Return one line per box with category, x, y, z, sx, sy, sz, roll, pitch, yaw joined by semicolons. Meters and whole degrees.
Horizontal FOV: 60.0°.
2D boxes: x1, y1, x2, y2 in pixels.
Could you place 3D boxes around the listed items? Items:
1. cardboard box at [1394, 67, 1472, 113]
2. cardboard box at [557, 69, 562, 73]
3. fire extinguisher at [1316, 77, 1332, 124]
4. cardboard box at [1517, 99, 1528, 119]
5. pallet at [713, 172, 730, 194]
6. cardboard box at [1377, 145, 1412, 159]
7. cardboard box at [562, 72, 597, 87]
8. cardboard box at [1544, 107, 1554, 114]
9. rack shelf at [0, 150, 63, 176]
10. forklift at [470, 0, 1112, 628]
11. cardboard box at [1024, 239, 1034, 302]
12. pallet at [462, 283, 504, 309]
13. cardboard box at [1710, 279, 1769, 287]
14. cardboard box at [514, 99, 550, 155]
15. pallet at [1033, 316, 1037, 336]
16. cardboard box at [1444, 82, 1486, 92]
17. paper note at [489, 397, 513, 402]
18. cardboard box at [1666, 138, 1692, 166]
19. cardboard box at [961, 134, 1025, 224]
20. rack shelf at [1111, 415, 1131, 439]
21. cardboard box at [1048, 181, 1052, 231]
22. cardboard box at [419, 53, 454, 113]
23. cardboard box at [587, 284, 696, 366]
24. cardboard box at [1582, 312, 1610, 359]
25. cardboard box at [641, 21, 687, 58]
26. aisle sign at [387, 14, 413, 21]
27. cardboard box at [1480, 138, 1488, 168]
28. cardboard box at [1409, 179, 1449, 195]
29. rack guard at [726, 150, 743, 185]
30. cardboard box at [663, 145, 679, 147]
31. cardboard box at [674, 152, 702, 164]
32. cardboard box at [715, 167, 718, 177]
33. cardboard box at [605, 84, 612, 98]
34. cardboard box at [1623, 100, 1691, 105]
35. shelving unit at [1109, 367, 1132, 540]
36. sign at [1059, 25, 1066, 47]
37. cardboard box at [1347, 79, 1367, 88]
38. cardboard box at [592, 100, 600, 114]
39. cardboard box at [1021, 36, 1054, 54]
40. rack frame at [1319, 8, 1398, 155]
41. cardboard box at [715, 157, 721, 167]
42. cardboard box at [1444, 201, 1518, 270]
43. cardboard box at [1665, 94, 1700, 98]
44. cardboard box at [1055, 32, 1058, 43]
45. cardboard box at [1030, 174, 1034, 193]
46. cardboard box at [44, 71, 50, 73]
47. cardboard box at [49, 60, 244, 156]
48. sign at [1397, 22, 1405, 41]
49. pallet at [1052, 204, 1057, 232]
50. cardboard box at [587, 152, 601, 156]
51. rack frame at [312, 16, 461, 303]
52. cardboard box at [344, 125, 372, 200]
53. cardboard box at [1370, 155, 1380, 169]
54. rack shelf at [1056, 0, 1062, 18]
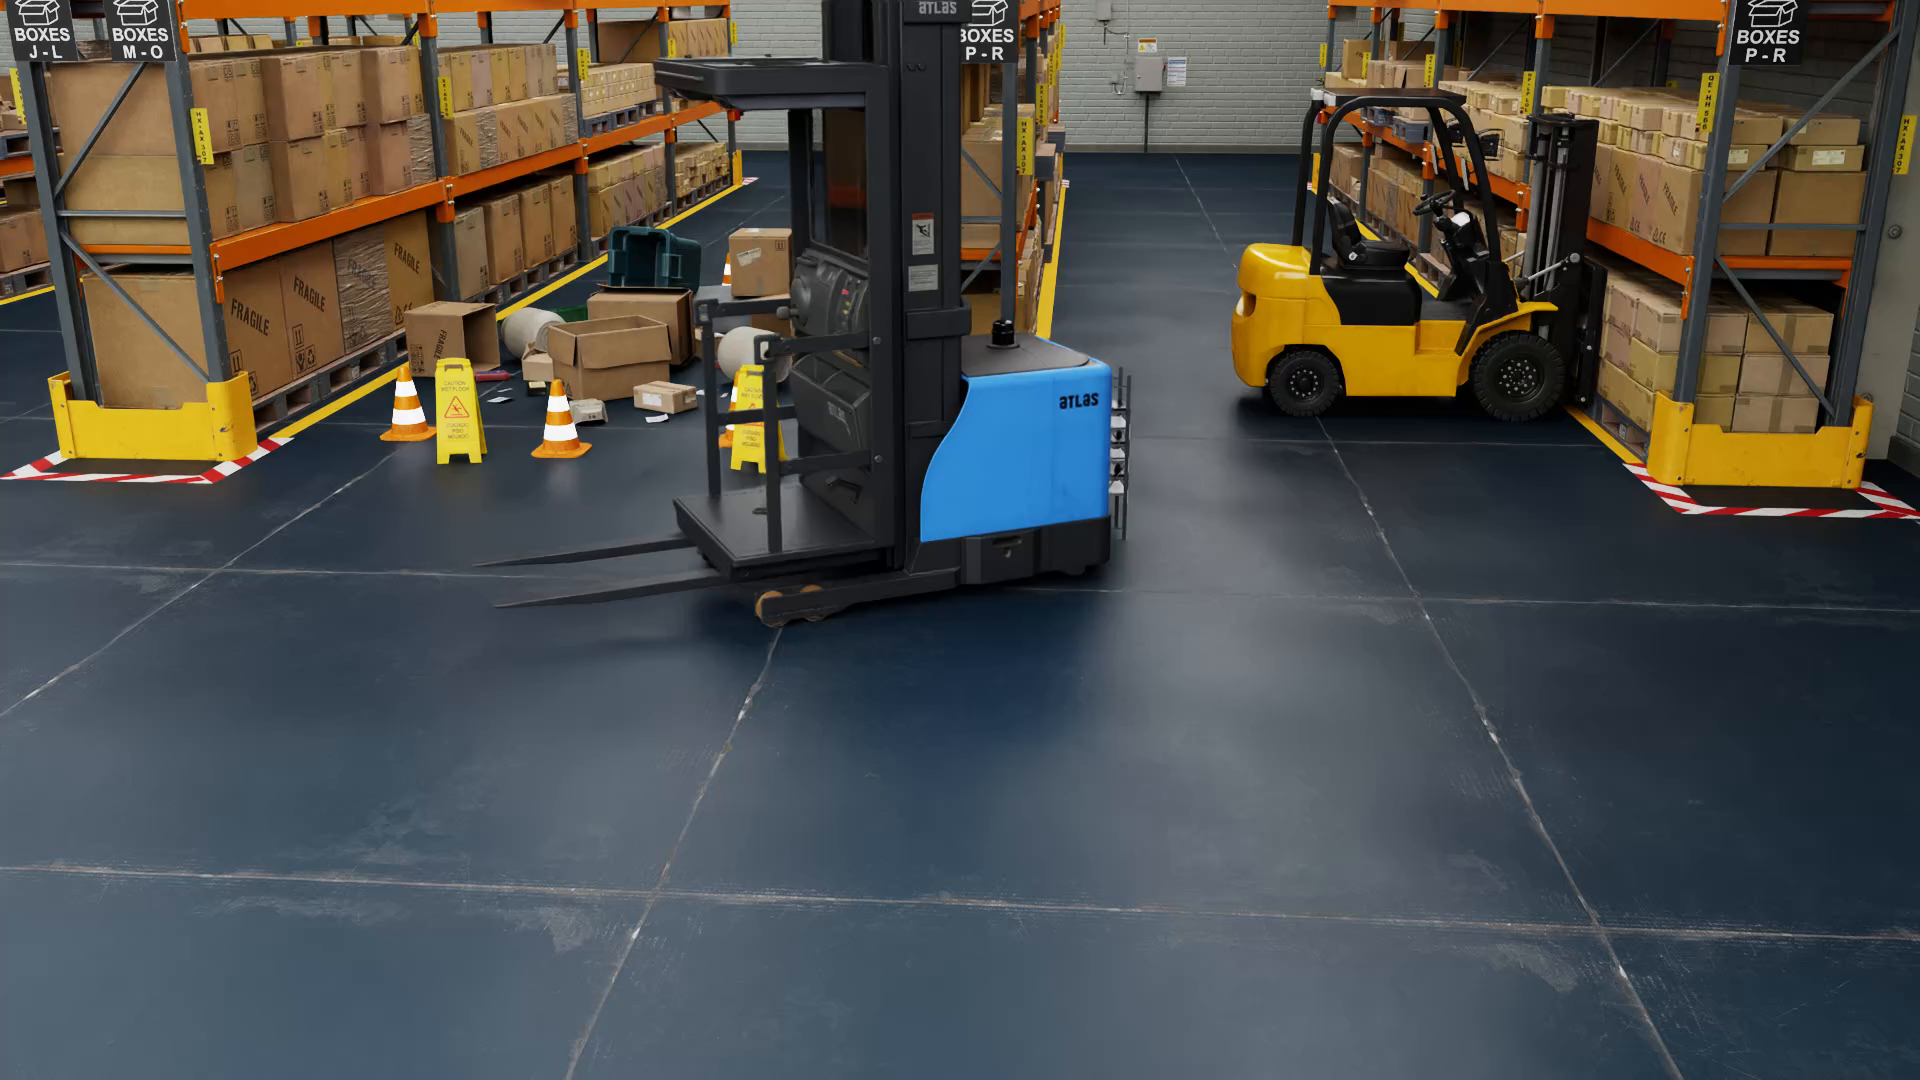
cardboard box;5.293;-5.048;18.670;0.797;0.503;0.637;1;18;3
cardboard box;-4.862;-5.404;19.370;0.380;0.149;0.250;2;18;7
fire extinguisher;5.484;-6.615;25.015;0.296;0.674;0.183;1;18;4
cardboard box;4.877;-3.593;13.869;0.380;0.149;0.250;1;18;3
pallet;-4.061;-5.361;24.945;1.003;0.211;1.213;1;18;4
cardboard box;5.385;-4.804;20.588;0.380;0.149;0.250;0;18;1
cardboard box;-4.270;-5.138;18.561;0.380;0.149;0.250;1;18;4
cardboard box;4.789;-3.308;13.000;0.380;0.149;0.250;1;18;3
rack shelf;-9.618;-3.656;16.418;1.077;0.370;4.000;1;18;4
forklift;-0.805;-1.174;7.799;3.031;2.935;1.130;-8;20;-23
cardboard box;0.313;-2.057;12.920;0.500;0.500;0.500;2;18;5
pallet;-4.842;-2.151;15.147;1.003;0.211;1.213;1;18;4
cardboard box;5.089;-1.627;11.206;0.500;0.250;0.500;1;18;4
cardboard box;-4.373;-4.068;16.360;0.500;0.500;0.500;1;18;3
pallet;0.110;-1.621;13.530;1.003;0.211;1.213;1;18;4
cardboard box;5.026;-4.468;16.540;0.380;0.149;0.250;2;18;5
paper note;-3.306;-1.016;11.979;0.144;0.017;0.142;8;20;23
cardboard box;4.521;-2.353;10.084;0.380;0.149;0.250;2;18;5
cardboard box;0.147;-2.243;10.312;0.500;0.500;0.500;1;18;3
rack shelf;0.759;-0.597;8.830;0.258;0.077;0.200;-2;18;-7
cardboard box;0.610;-4.077;19.286;0.875;0.875;0.875;2;18;5
cardboard box;-4.792;-3.911;14.276;0.700;0.500;0.500;1;18;3
cardboard box;-2.505;-1.684;13.035;0.797;0.637;0.503;1;18;4
cardboard box;4.573;-1.408;11.342;0.500;0.250;0.500;1;18;3
cardboard box;-3.951;-6.679;22.245;0.500;0.500;0.500;1;18;2
aisle sign;-8.597;-8.354;25.427;0.394;0.787;0.004;1;18;4
cardboard box;4.946;-3.446;14.865;0.500;0.250;0.500;1;18;4
cardboard box;5.132;-3.852;18.161;0.380;0.149;0.250;0;18;1
rack guard;-3.967;-5.750;25.668;1.175;0.500;0.348;1;18;4
cardboard box;-4.384;-5.770;24.663;0.380;0.149;0.250;1;18;4
cardboard box;-3.879;-5.434;23.637;0.380;0.149;0.250;1;18;4
cardboard box;-3.814;-5.476;24.721;0.380;0.149;0.250;1;18;4
cardboard box;-4.230;-5.167;19.125;0.380;0.149;0.250;1;18;4
cardboard box;4.707;-2.893;11.254;0.380;0.149;0.250;2;18;5
shelving unit;0.759;-0.458;8.876;0.258;0.900;0.210;-2;18;-7
sign;1.523;-7.529;24.842;0.100;0.325;0.005;1;18;4
cardboard box;5.511;-6.074;22.407;0.500;0.250;0.500;1;18;4
cardboard box;-4.263;-4.858;18.662;0.380;0.149;0.250;2;18;7
cardboard box;0.885;-5.857;20.215;0.500;0.500;0.500;2;18;5
rack frame;5.934;-6.773;24.774;1.000;3.000;0.127;1;18;4
cardboard box;-3.750;-5.616;24.670;0.380;0.149;0.250;1;18;2
cardboard box;5.263;-2.962;16.286;0.875;0.625;0.625;2;18;6
cardboard box;5.293;-3.118;11.941;0.380;0.149;0.250;1;18;3
cardboard box;1.062;-6.621;22.544;0.500;0.500;0.500;2;18;5
cardboard box;0.393;-2.852;13.212;0.380;0.149;0.250;2;18;5
cardboard box;-9.474;-4.697;17.606;0.500;0.500;0.500;-1;18;-3
cardboard box;-5.043;-2.691;10.343;0.875;0.550;0.550;1;18;4
sign;6.486;-7.454;24.488;0.100;0.325;0.005;1;18;4
pallet;0.716;-4.073;21.015;1.003;0.211;1.213;1;18;4
cardboard box;-4.641;-4.540;20.096;0.500;0.250;0.500;2;18;6
rack frame;-4.822;-3.234;13.976;1.000;3.000;0.127;1;18;4
cardboard box;-5.009;-2.854;12.576;0.875;0.550;0.550;1;18;4
cardboard box;5.356;-4.745;20.884;0.380;0.149;0.250;2;18;7
rack shelf;0.840;-7.345;22.858;1.077;0.370;4.000;1;18;4
